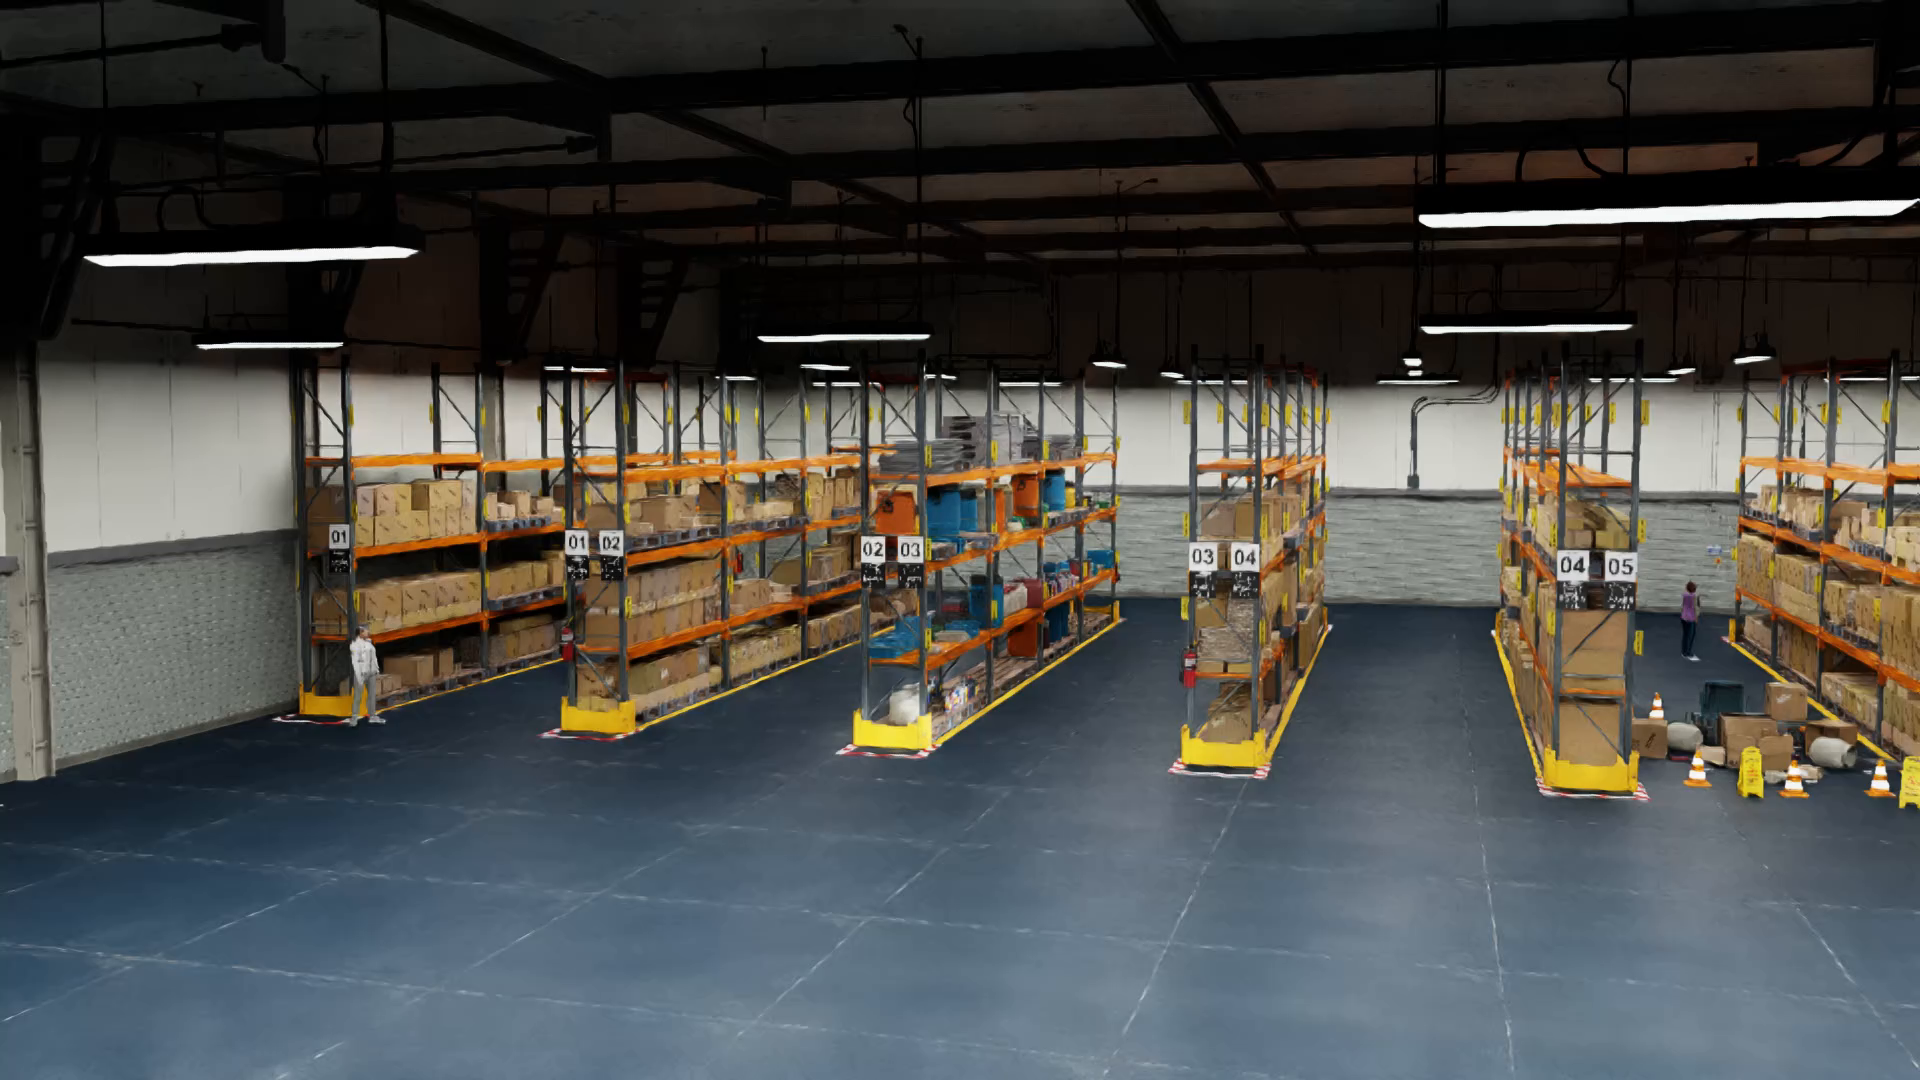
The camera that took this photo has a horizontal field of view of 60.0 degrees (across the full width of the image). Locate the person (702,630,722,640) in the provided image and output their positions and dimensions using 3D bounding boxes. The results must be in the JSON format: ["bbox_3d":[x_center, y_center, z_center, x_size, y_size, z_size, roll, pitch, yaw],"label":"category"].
[{"bbox_3d":[-5.150,1.563,34.571,0.719,1.714,0.578,1,4,14],"label":"person"}]

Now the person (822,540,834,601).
[{"bbox_3d":[-3.488,0.874,43.167,0.462,1.777,0.626,4,6,40],"label":"person"}]

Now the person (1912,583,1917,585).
[{"bbox_3d":[19.295,1.616,33.844,0.583,1.665,0.560,3,5,34],"label":"person"}]

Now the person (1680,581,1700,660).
[{"bbox_3d":[14.956,1.642,34.018,0.399,1.601,0.469,-1,4,-15],"label":"person"}]

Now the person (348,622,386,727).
[{"bbox_3d":[-9.598,2.142,26.784,0.373,1.677,0.624,2,5,25],"label":"person"}]
